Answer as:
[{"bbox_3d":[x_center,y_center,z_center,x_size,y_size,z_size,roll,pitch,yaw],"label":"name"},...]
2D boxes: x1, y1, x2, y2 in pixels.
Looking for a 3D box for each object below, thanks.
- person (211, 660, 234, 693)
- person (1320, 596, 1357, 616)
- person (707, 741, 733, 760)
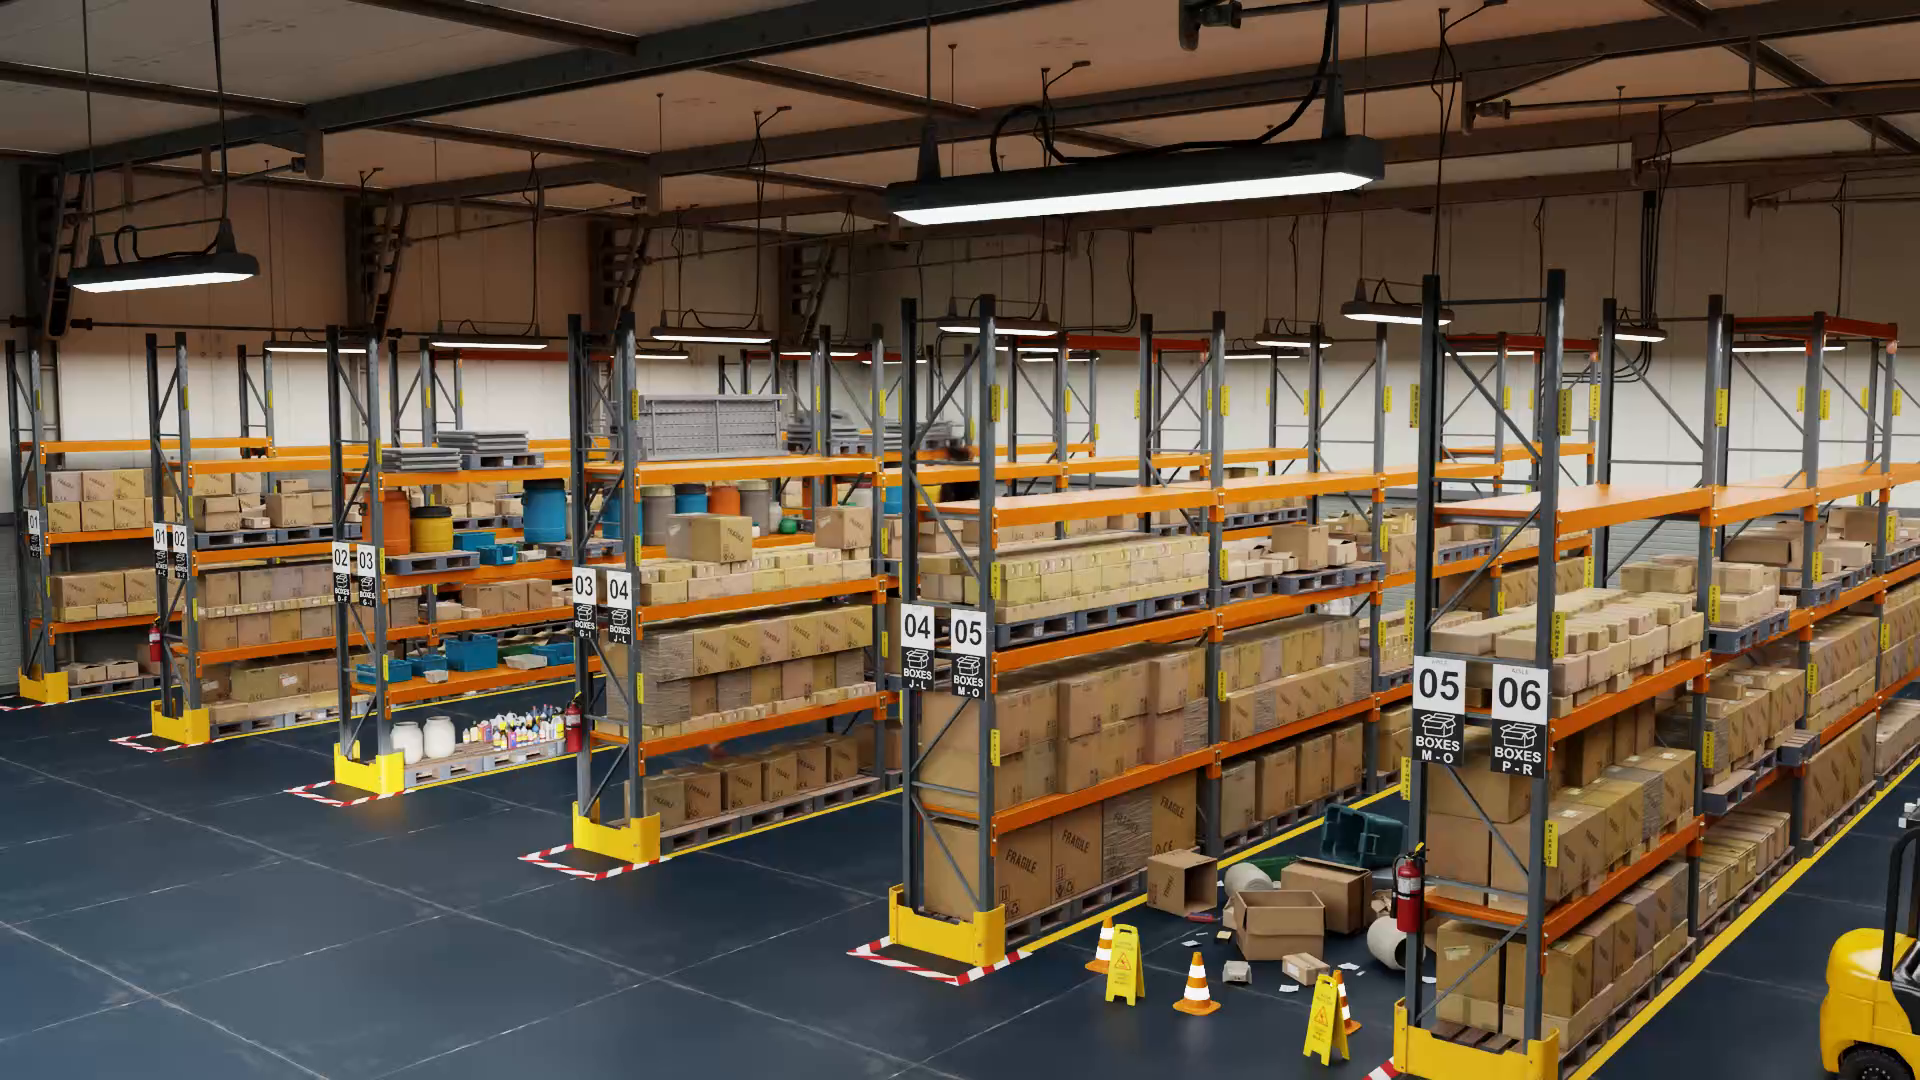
[{"bbox_3d":[-11.825,1.956,26.730,0.584,1.613,0.739,4,6,35],"label":"person"},{"bbox_3d":[7.160,1.432,31.362,0.686,1.757,0.972,-1,5,-16],"label":"person"},{"bbox_3d":[-3.169,2.391,21.744,0.556,1.626,0.520,4,7,40],"label":"person"}]
